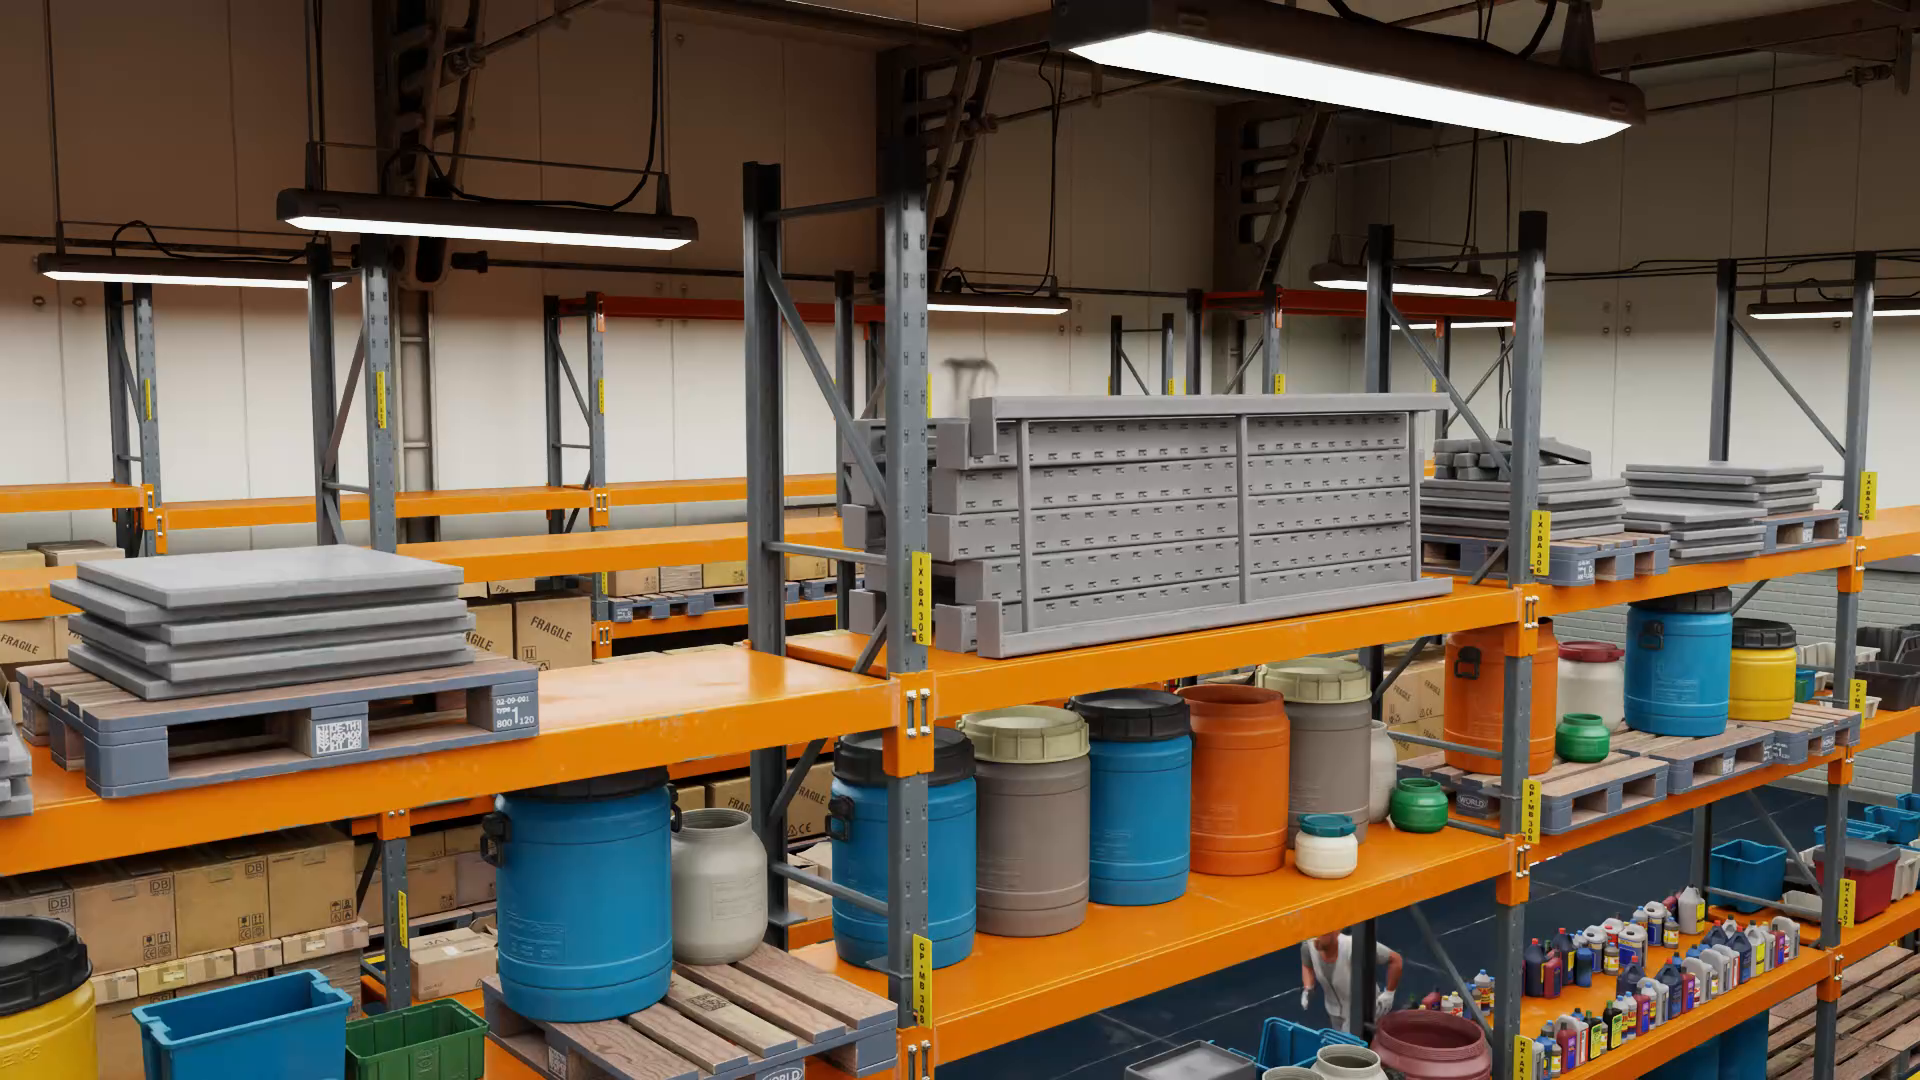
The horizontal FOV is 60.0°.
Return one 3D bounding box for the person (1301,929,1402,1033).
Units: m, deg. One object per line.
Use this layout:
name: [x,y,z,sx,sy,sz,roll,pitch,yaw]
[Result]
person: [2.694,3.258,11.297,1.056,1.731,0.704,-5,8,-43]
